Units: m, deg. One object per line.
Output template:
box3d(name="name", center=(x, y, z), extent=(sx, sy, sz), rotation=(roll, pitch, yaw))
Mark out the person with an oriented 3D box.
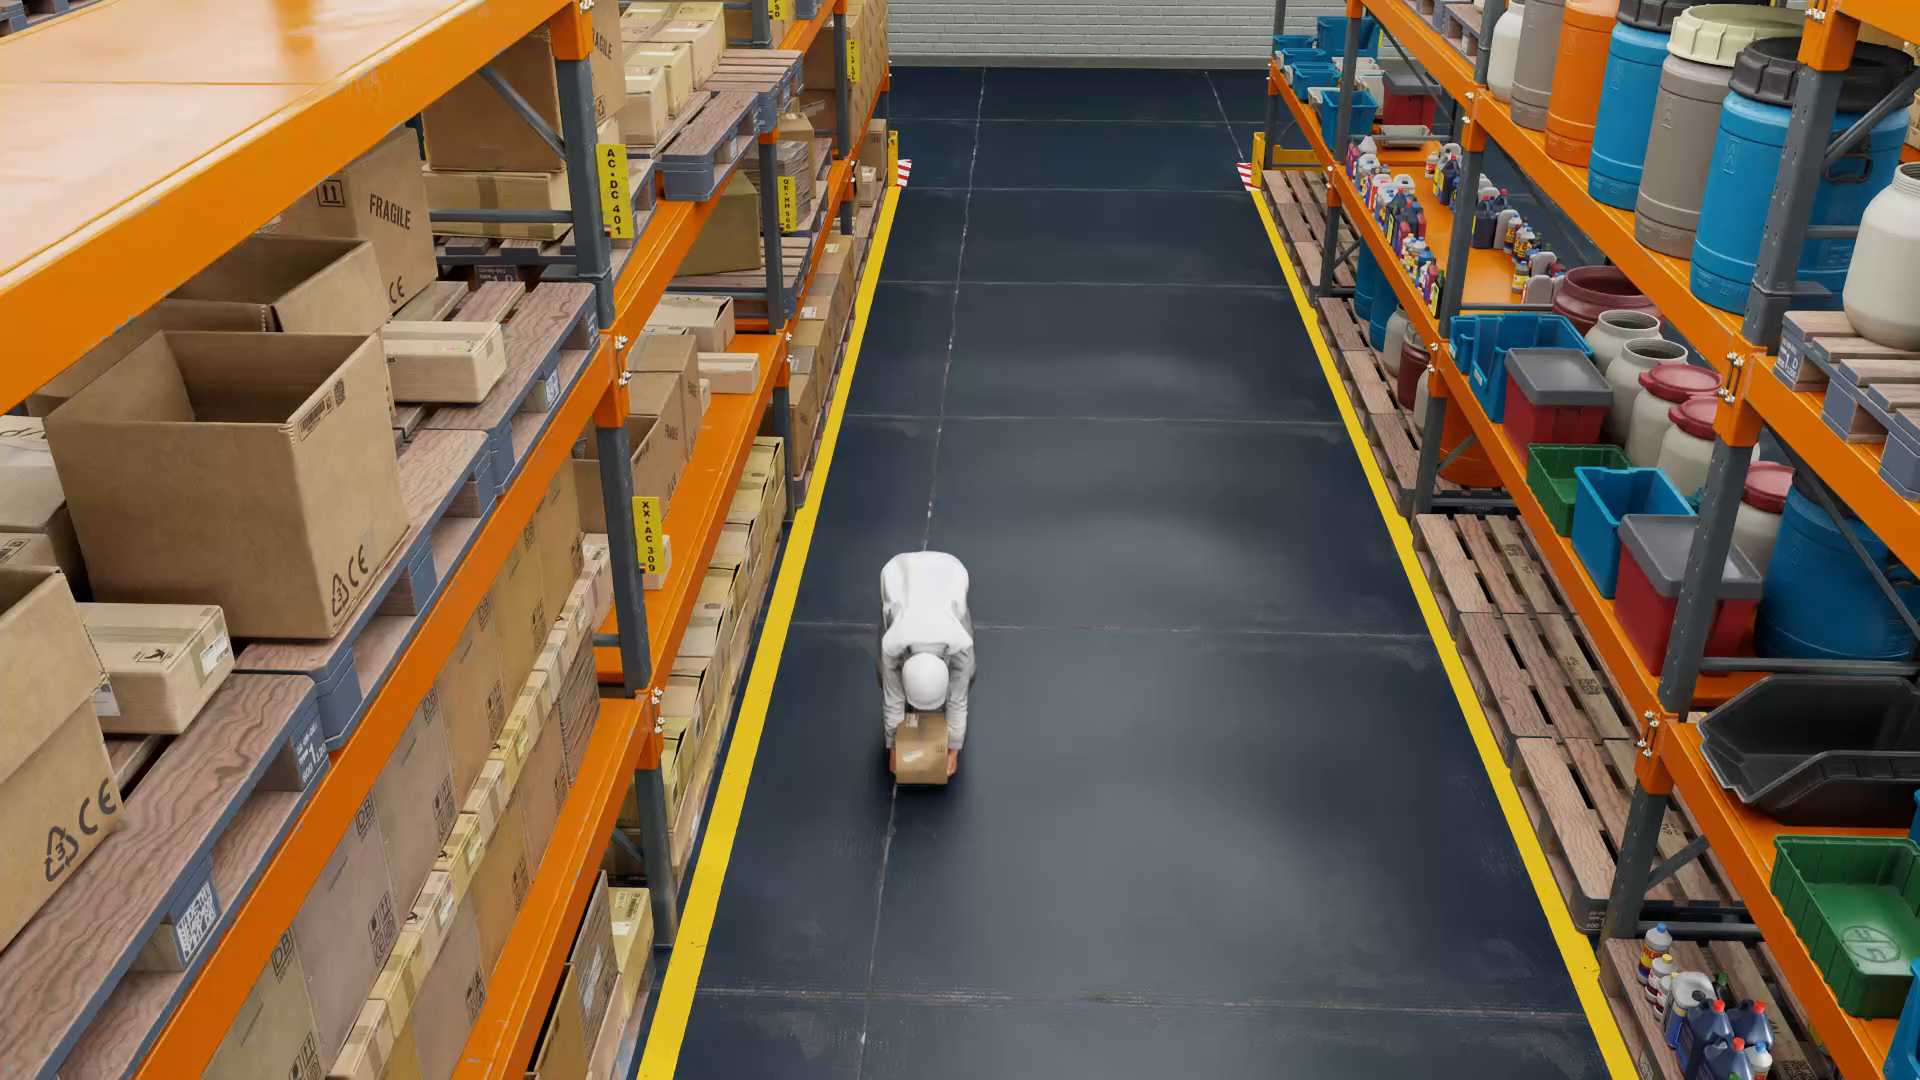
box3d(name="person", center=(-0.166, 0.630, 8.238), extent=(0.506, 0.988, 0.997), rotation=(0, 28, -1))
